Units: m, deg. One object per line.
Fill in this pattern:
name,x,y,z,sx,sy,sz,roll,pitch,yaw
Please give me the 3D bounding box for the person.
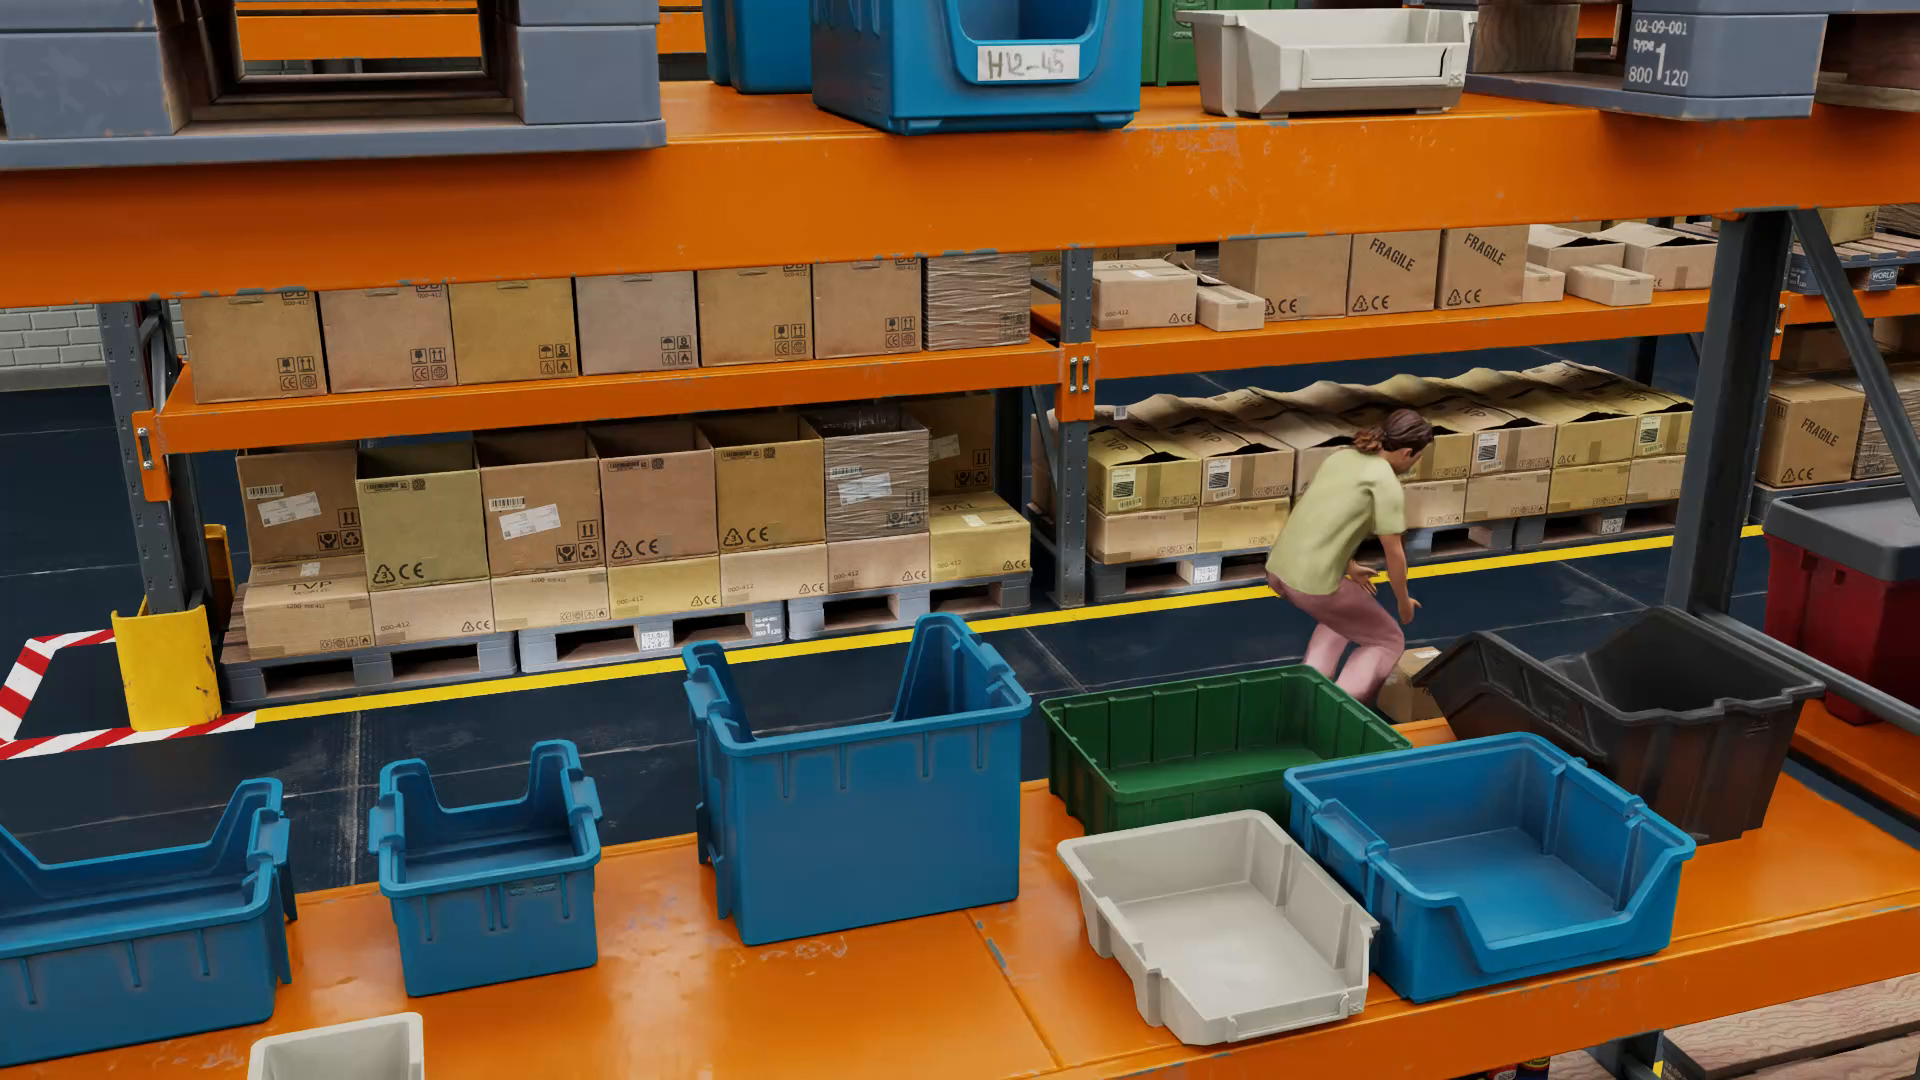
person,1.546,0.144,6.683,0.667,1.333,0.511,-6,20,-17
